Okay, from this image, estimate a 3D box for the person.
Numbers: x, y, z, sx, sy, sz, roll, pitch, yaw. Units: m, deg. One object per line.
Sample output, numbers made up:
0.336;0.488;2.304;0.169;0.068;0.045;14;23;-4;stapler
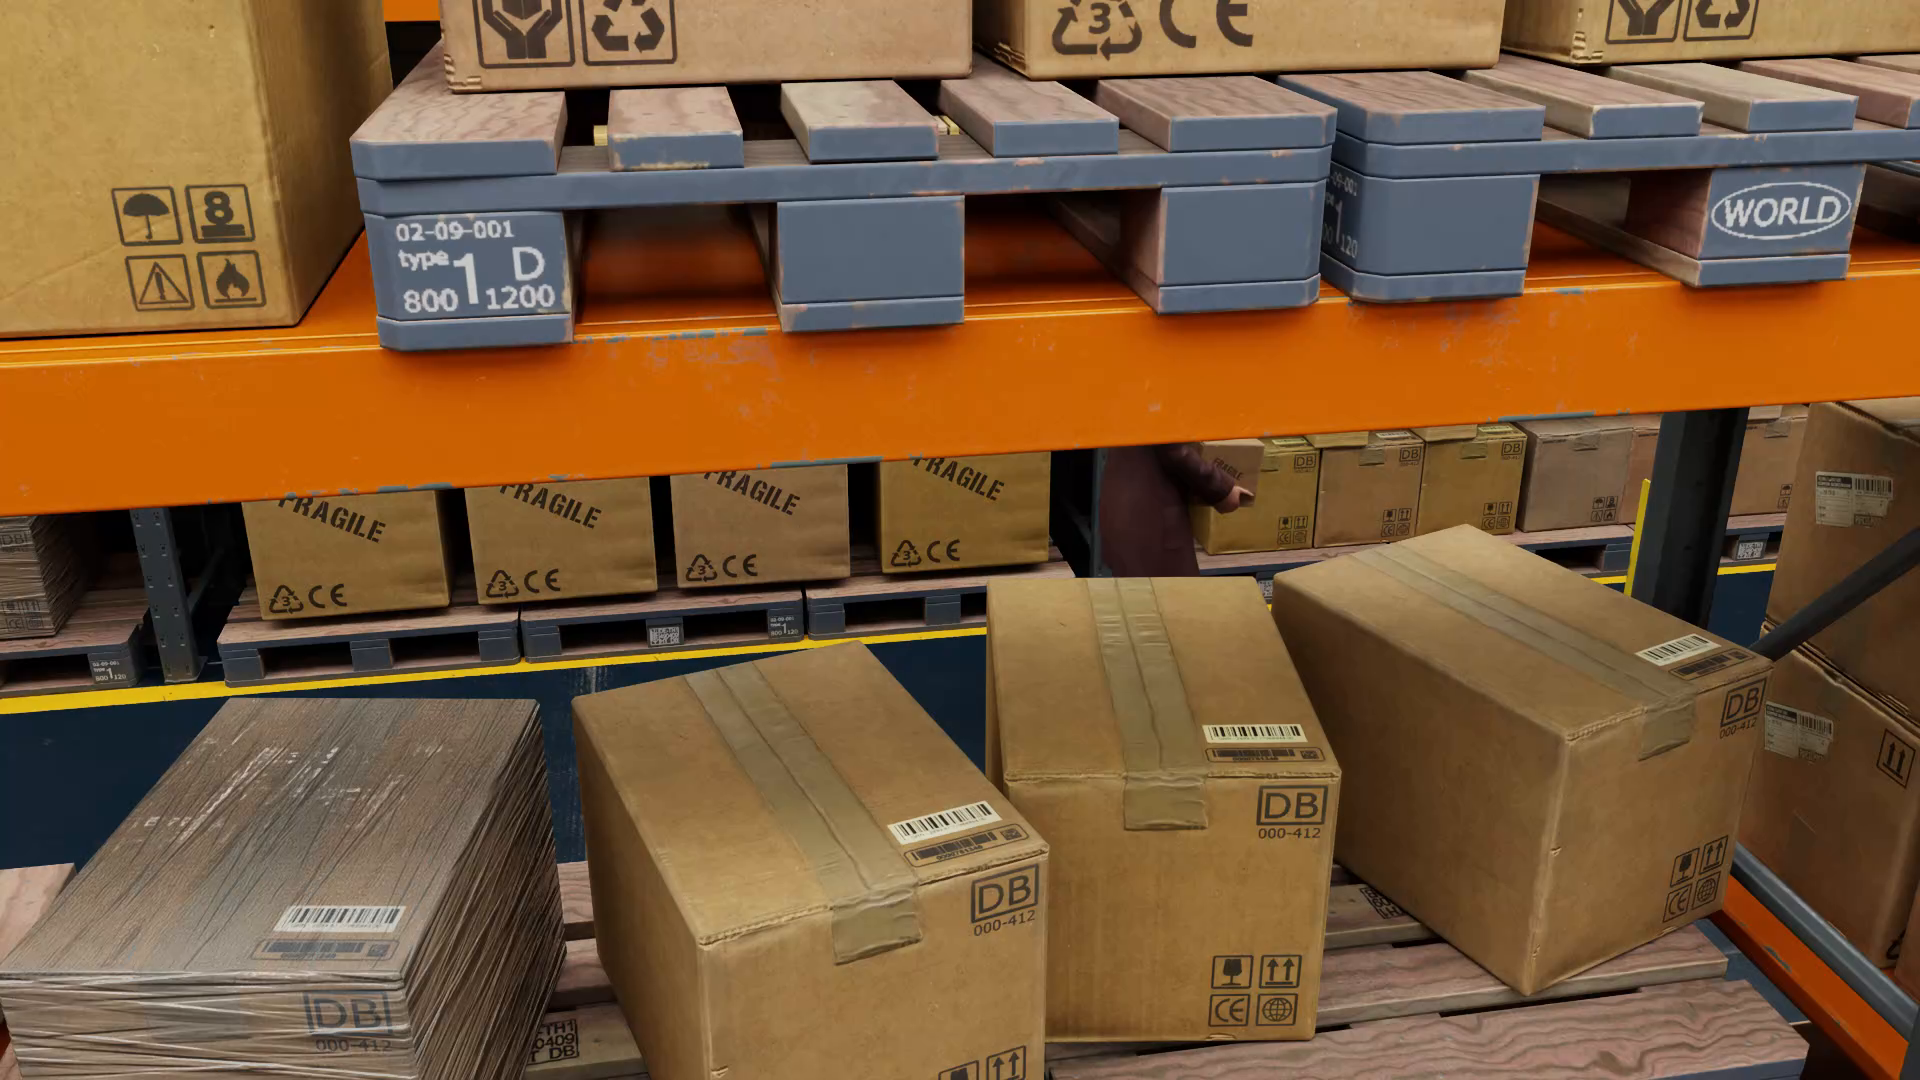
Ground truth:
0.799;-0.104;6.368;0.563;1.769;0.530;-6;24;-14;person
